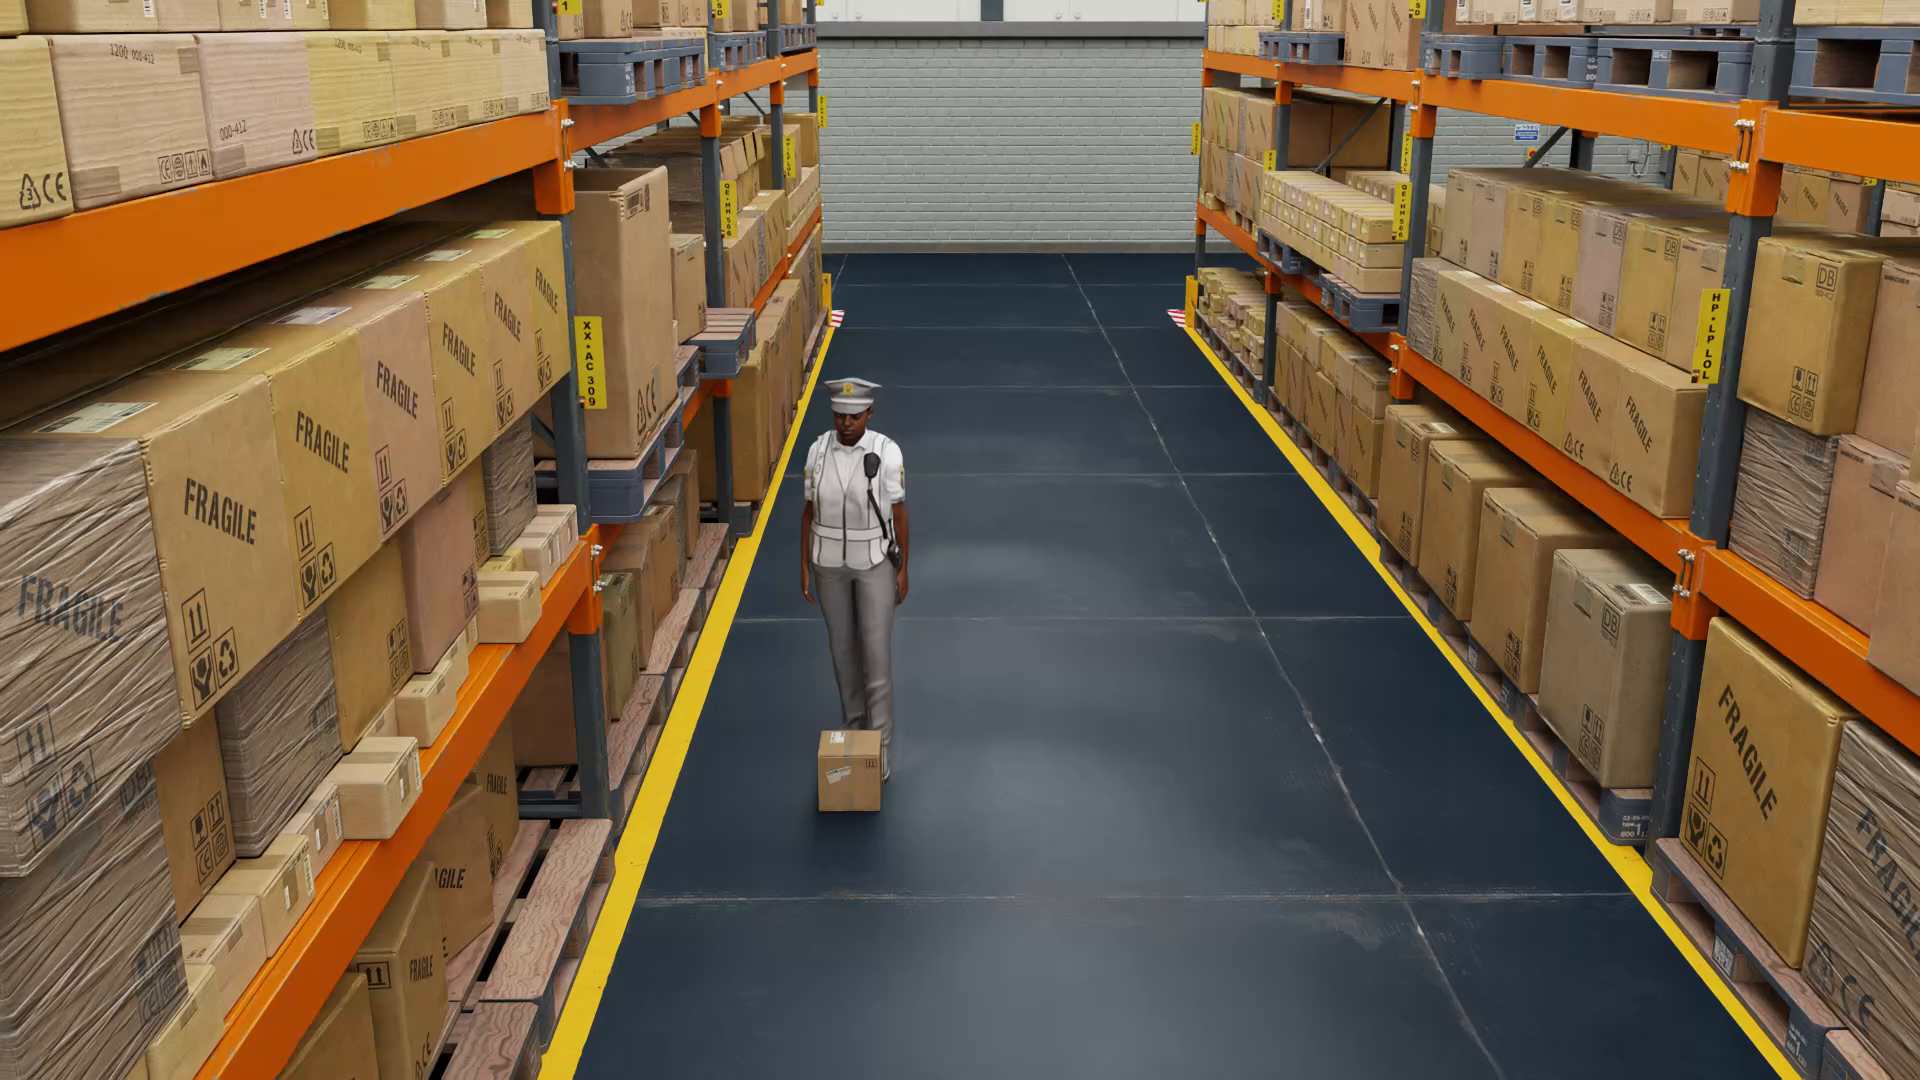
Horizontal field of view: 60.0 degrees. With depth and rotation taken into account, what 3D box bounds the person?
[{"bbox_3d":[-0.480,0.143,7.031,0.459,1.673,0.571,4,18,13],"label":"person"}]
